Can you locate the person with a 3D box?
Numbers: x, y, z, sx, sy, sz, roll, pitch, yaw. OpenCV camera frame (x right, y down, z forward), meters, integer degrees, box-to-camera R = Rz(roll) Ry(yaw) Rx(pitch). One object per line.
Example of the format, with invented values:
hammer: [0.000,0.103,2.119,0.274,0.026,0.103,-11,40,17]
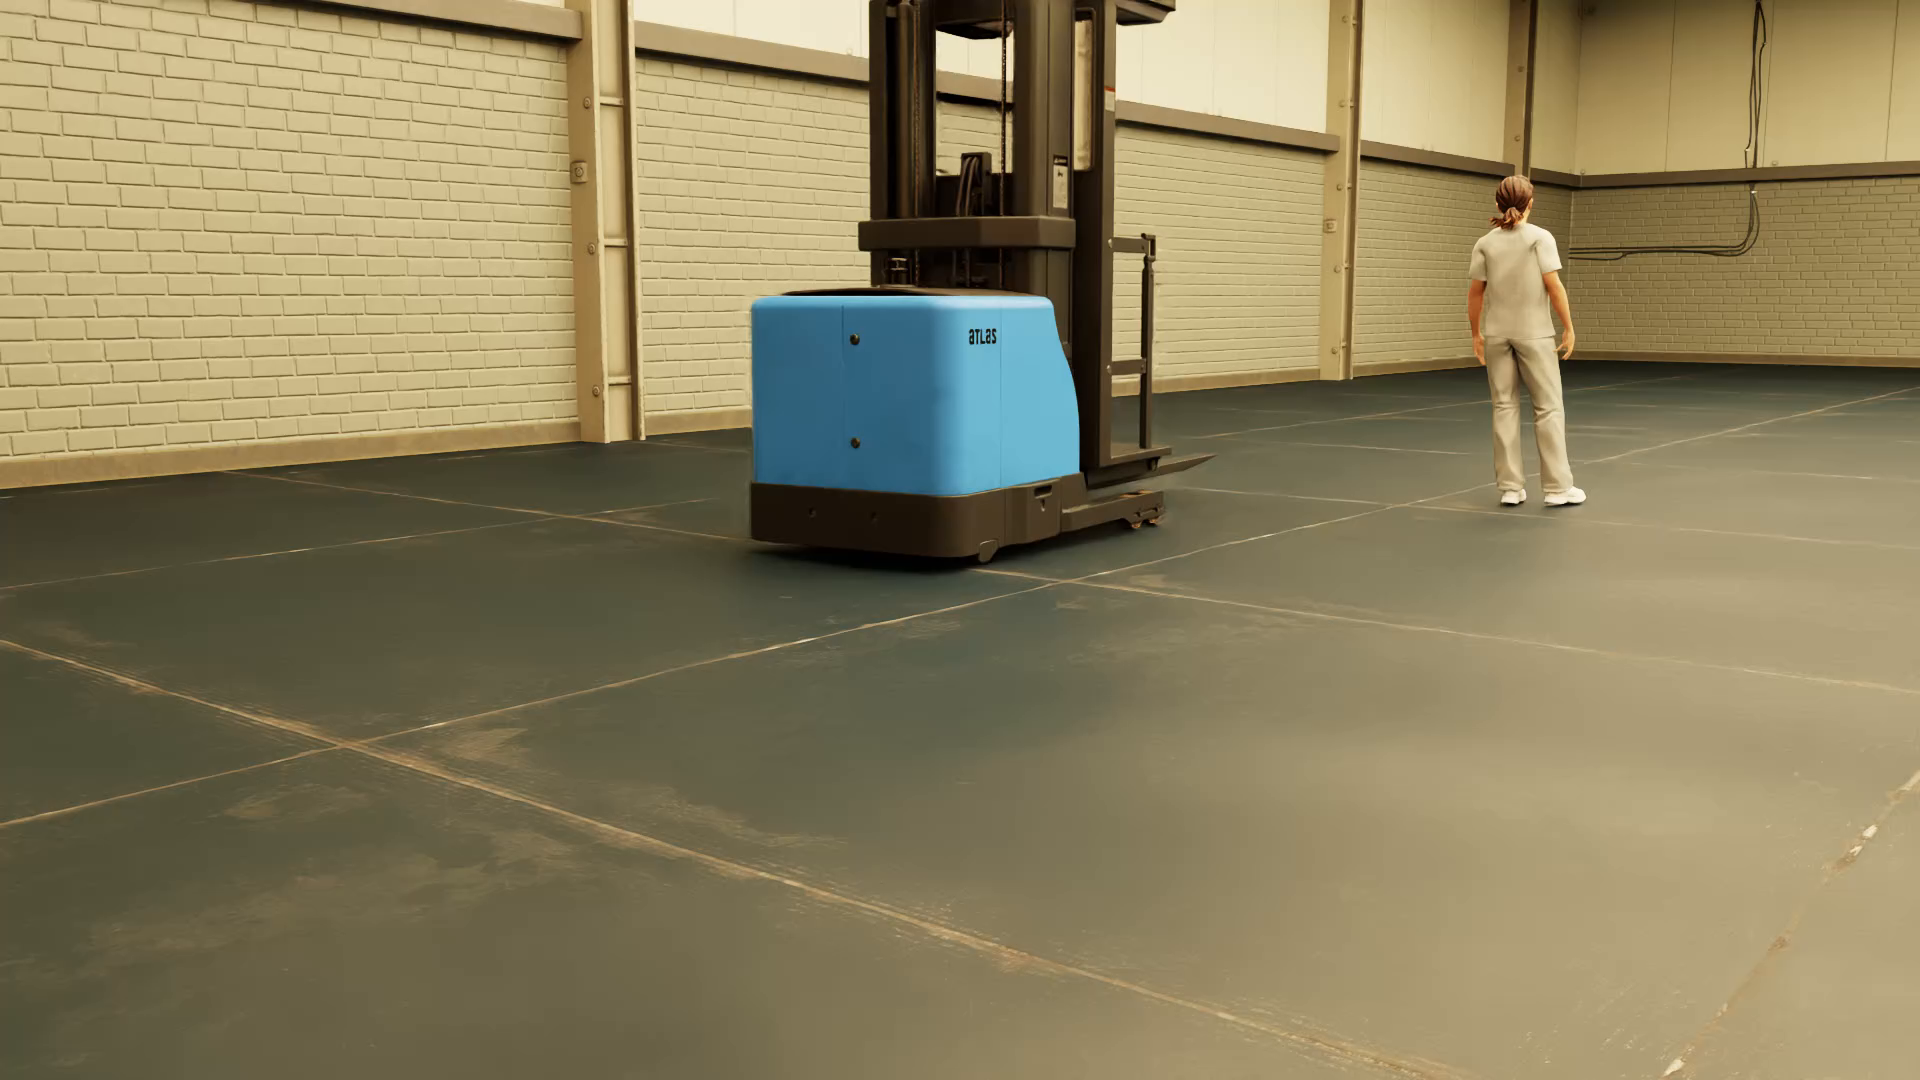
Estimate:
person: [2.915,-1.025,8.574,0.549,1.674,0.549,7,11,39]

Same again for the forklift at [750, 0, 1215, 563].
forklift: [0.317,-1.531,7.744,1.130,2.935,3.031,5,10,31]
